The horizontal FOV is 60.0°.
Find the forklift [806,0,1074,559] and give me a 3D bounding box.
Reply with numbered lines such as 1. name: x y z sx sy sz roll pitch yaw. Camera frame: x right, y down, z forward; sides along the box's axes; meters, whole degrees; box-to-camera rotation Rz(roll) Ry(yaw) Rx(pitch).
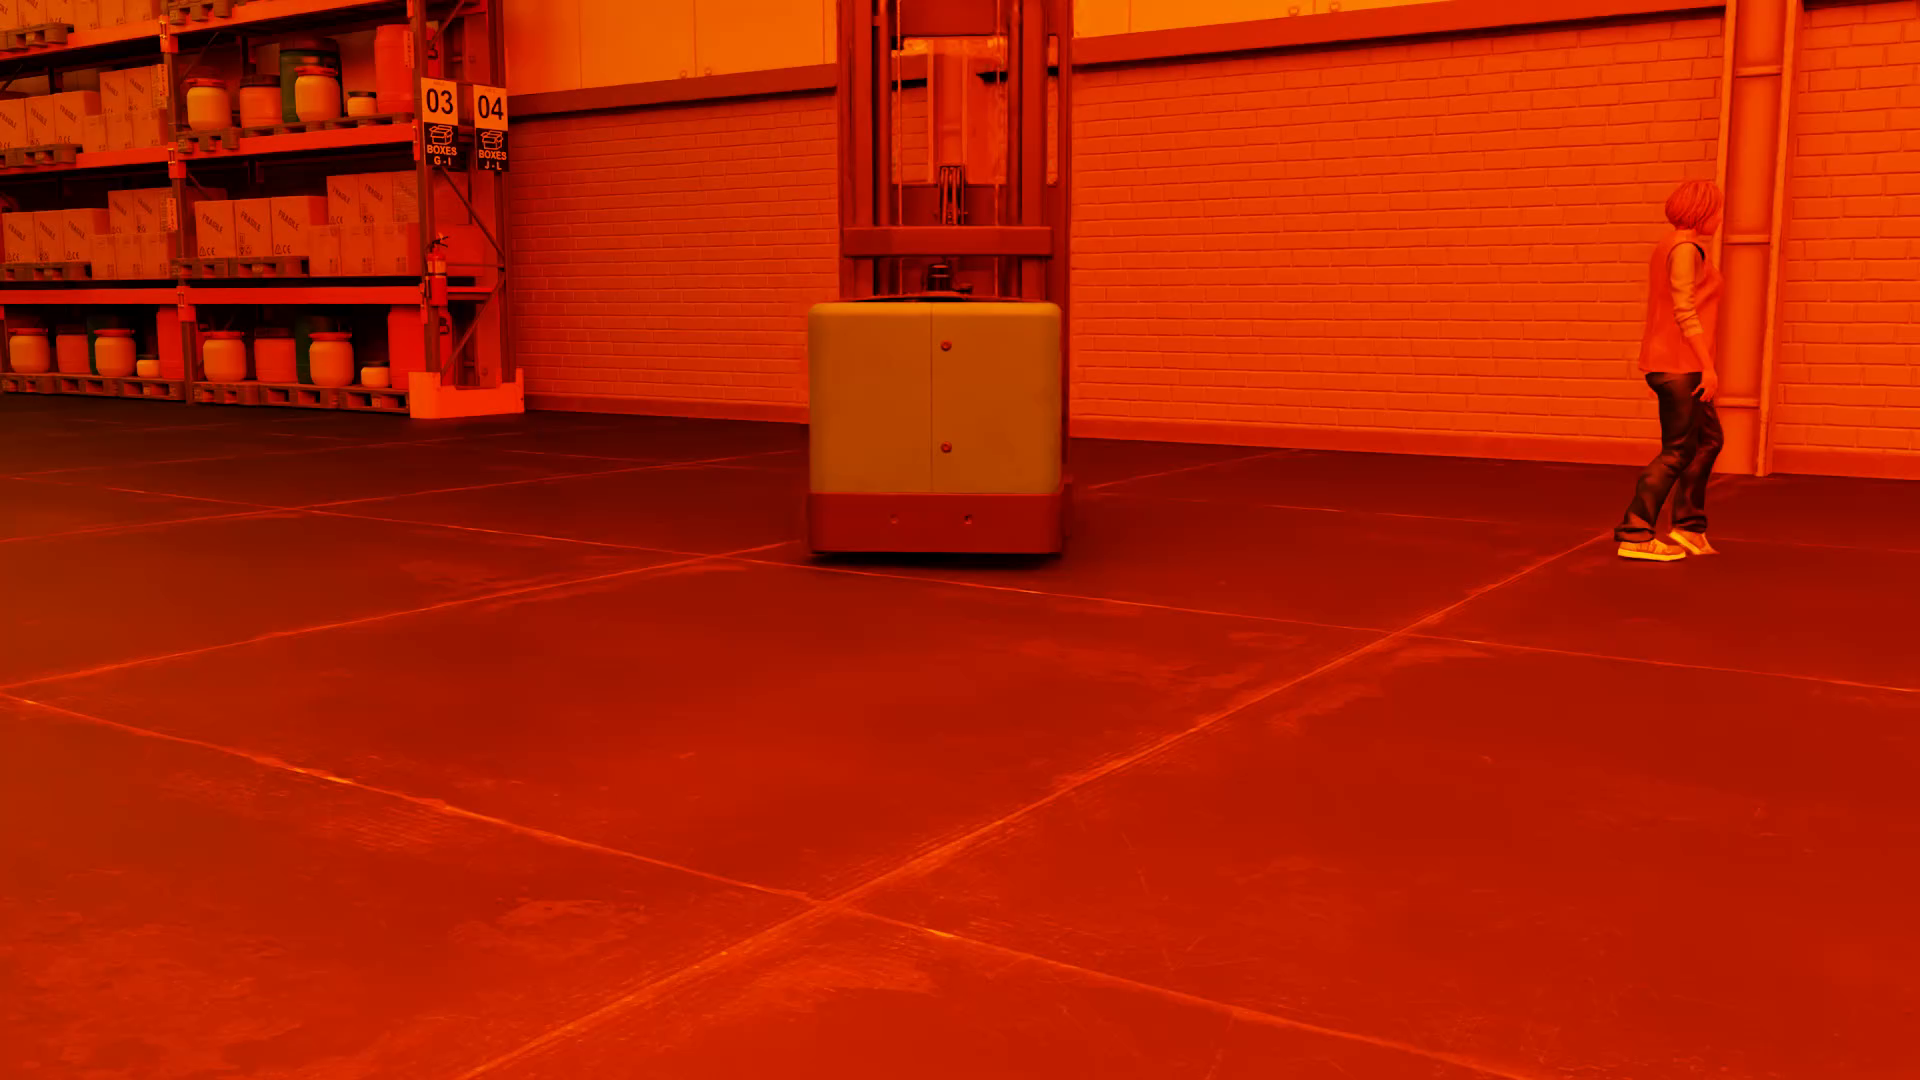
1. forklift: -0.007 -1.541 8.031 1.130 2.935 3.031 1 8 4

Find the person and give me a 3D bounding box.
1. person: 3.020 -0.677 6.951 0.490 1.627 0.514 2 8 12
